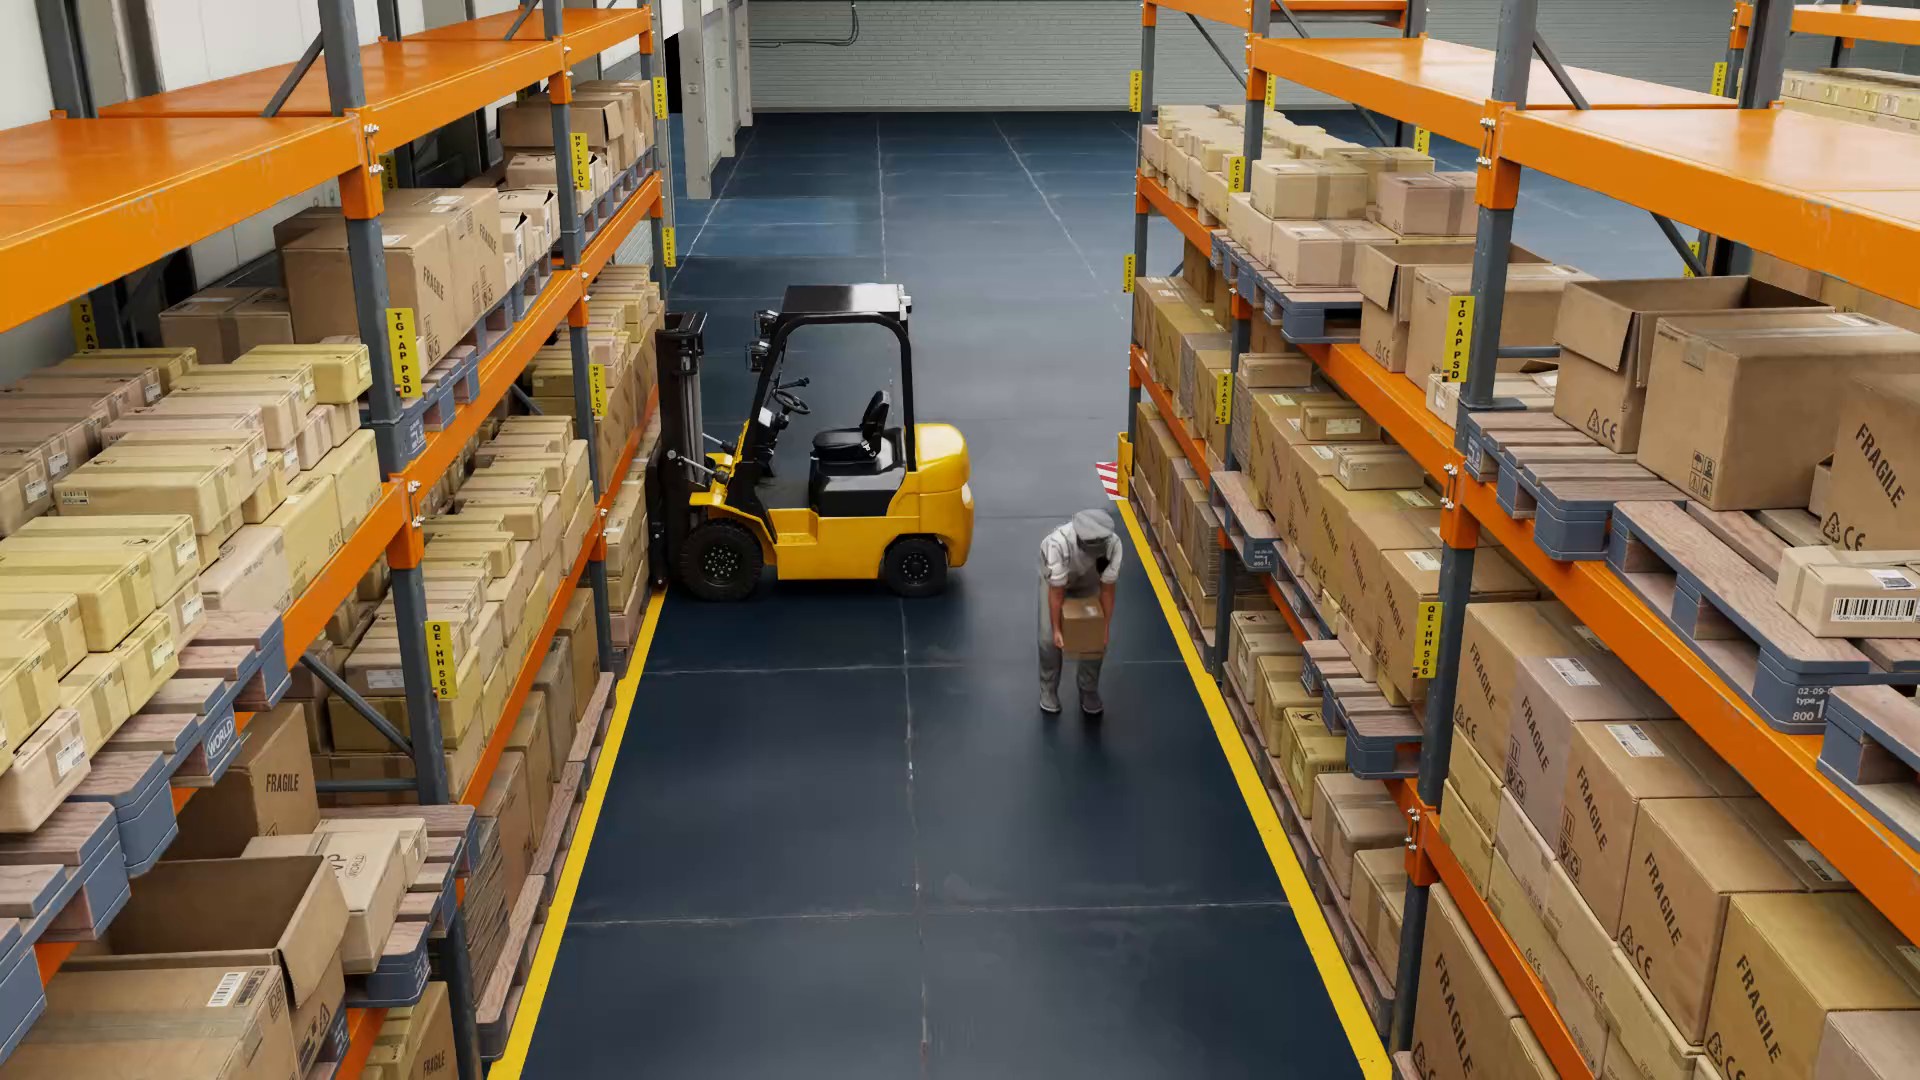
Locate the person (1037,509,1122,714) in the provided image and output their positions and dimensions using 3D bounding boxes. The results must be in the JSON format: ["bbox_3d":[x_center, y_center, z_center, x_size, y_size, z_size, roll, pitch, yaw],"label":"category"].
[{"bbox_3d":[0.740,0.429,10.320,0.478,1.471,0.919,-2,20,-5],"label":"person"}]
